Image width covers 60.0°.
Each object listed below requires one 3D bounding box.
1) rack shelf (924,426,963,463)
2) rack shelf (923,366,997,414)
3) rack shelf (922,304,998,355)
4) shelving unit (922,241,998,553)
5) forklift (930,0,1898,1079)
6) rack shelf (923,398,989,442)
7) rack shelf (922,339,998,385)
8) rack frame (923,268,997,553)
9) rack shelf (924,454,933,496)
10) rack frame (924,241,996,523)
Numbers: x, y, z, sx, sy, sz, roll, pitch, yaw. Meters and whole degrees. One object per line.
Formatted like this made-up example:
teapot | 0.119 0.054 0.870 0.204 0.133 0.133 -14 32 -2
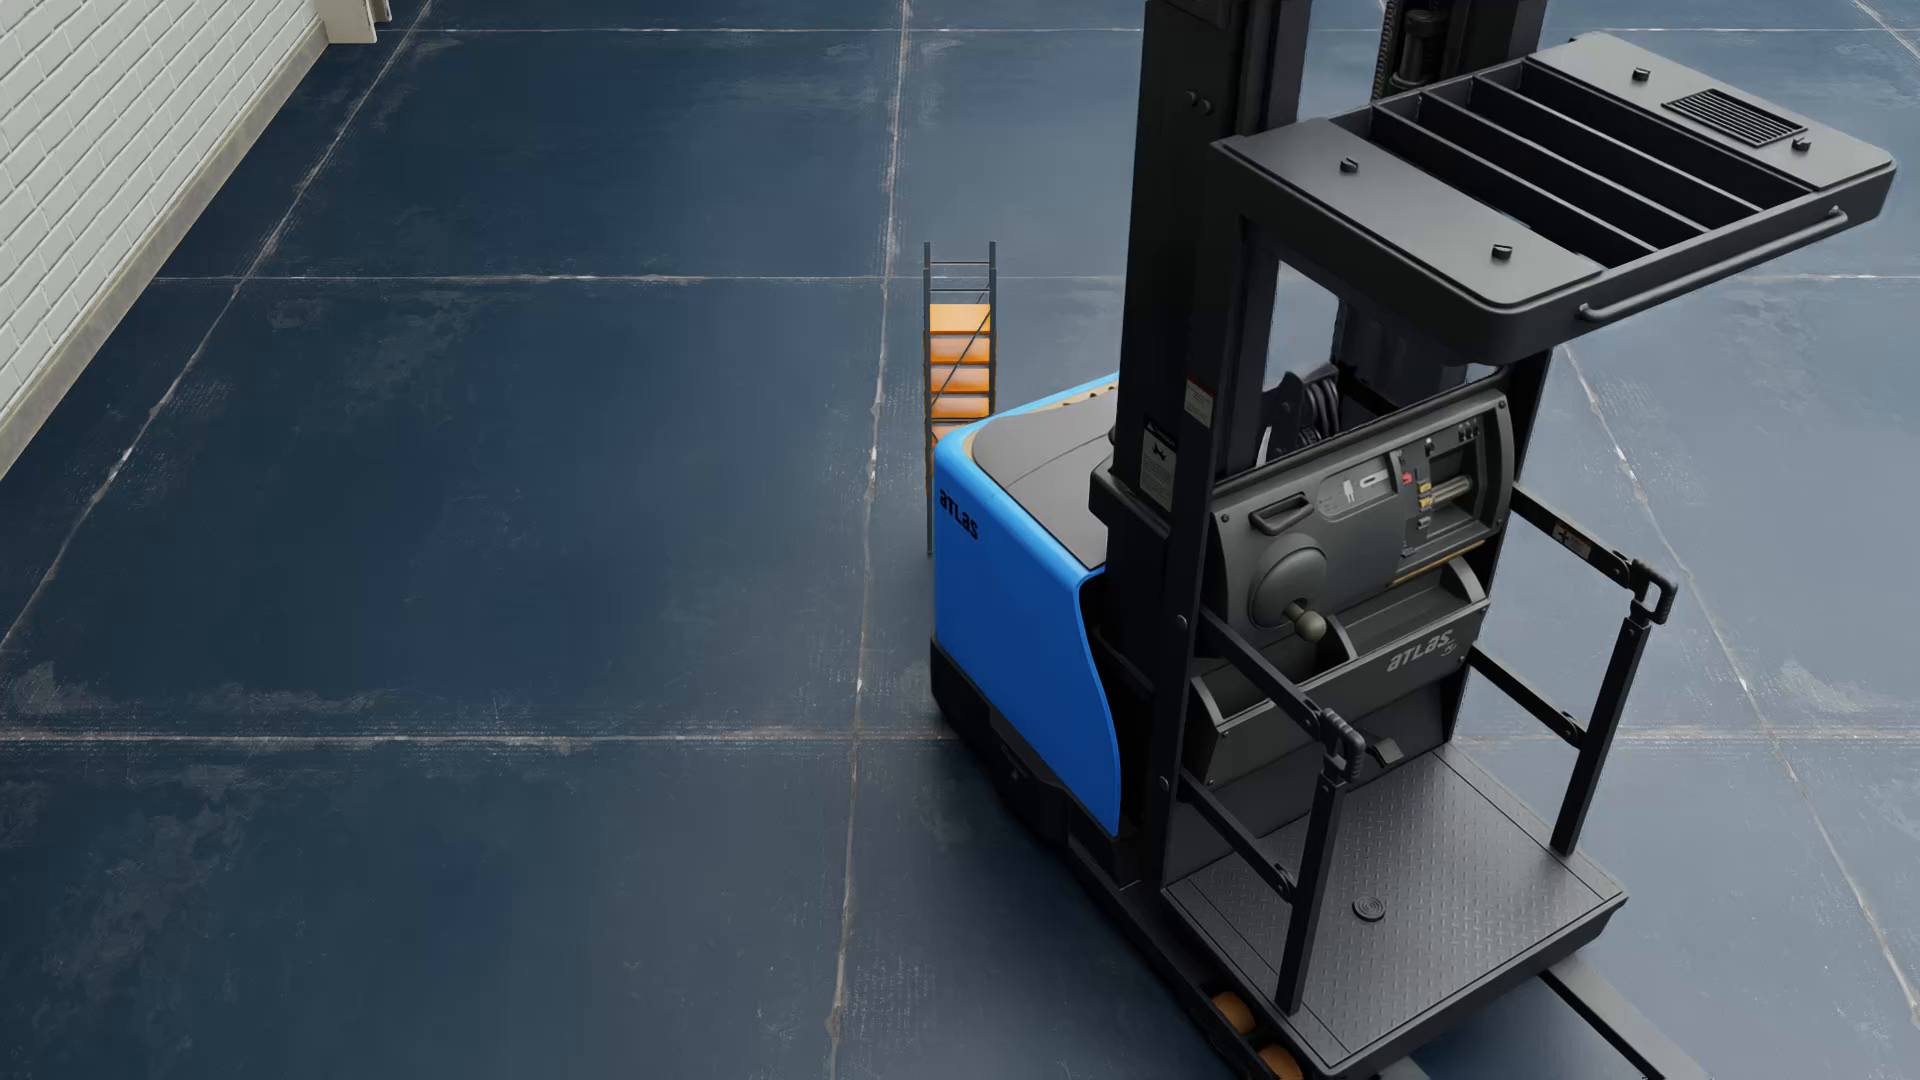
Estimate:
rack shelf | 0.000 -0.349 5.989 0.258 0.103 0.180 0 39 0
rack shelf | 0.000 -0.536 5.839 0.258 0.103 0.180 0 39 0
rack shelf | 0.000 -0.724 5.689 0.258 0.103 0.180 0 39 0
shelving unit | 0.000 -0.477 5.886 0.258 1.200 0.189 0 39 0
forklift | 1.106 0.013 3.890 1.130 2.935 3.031 -21 43 -24
rack shelf | 0.000 -0.443 5.914 0.258 0.103 0.180 0 39 0
rack shelf | 0.000 -0.630 5.764 0.258 0.103 0.180 0 39 0
rack frame | 0.000 -0.420 5.815 0.240 1.200 0.006 0 39 0
rack shelf | 0.000 -0.255 6.064 0.258 0.103 0.180 0 39 0
rack frame | 0.000 -0.534 5.957 0.240 1.200 0.006 0 39 0
